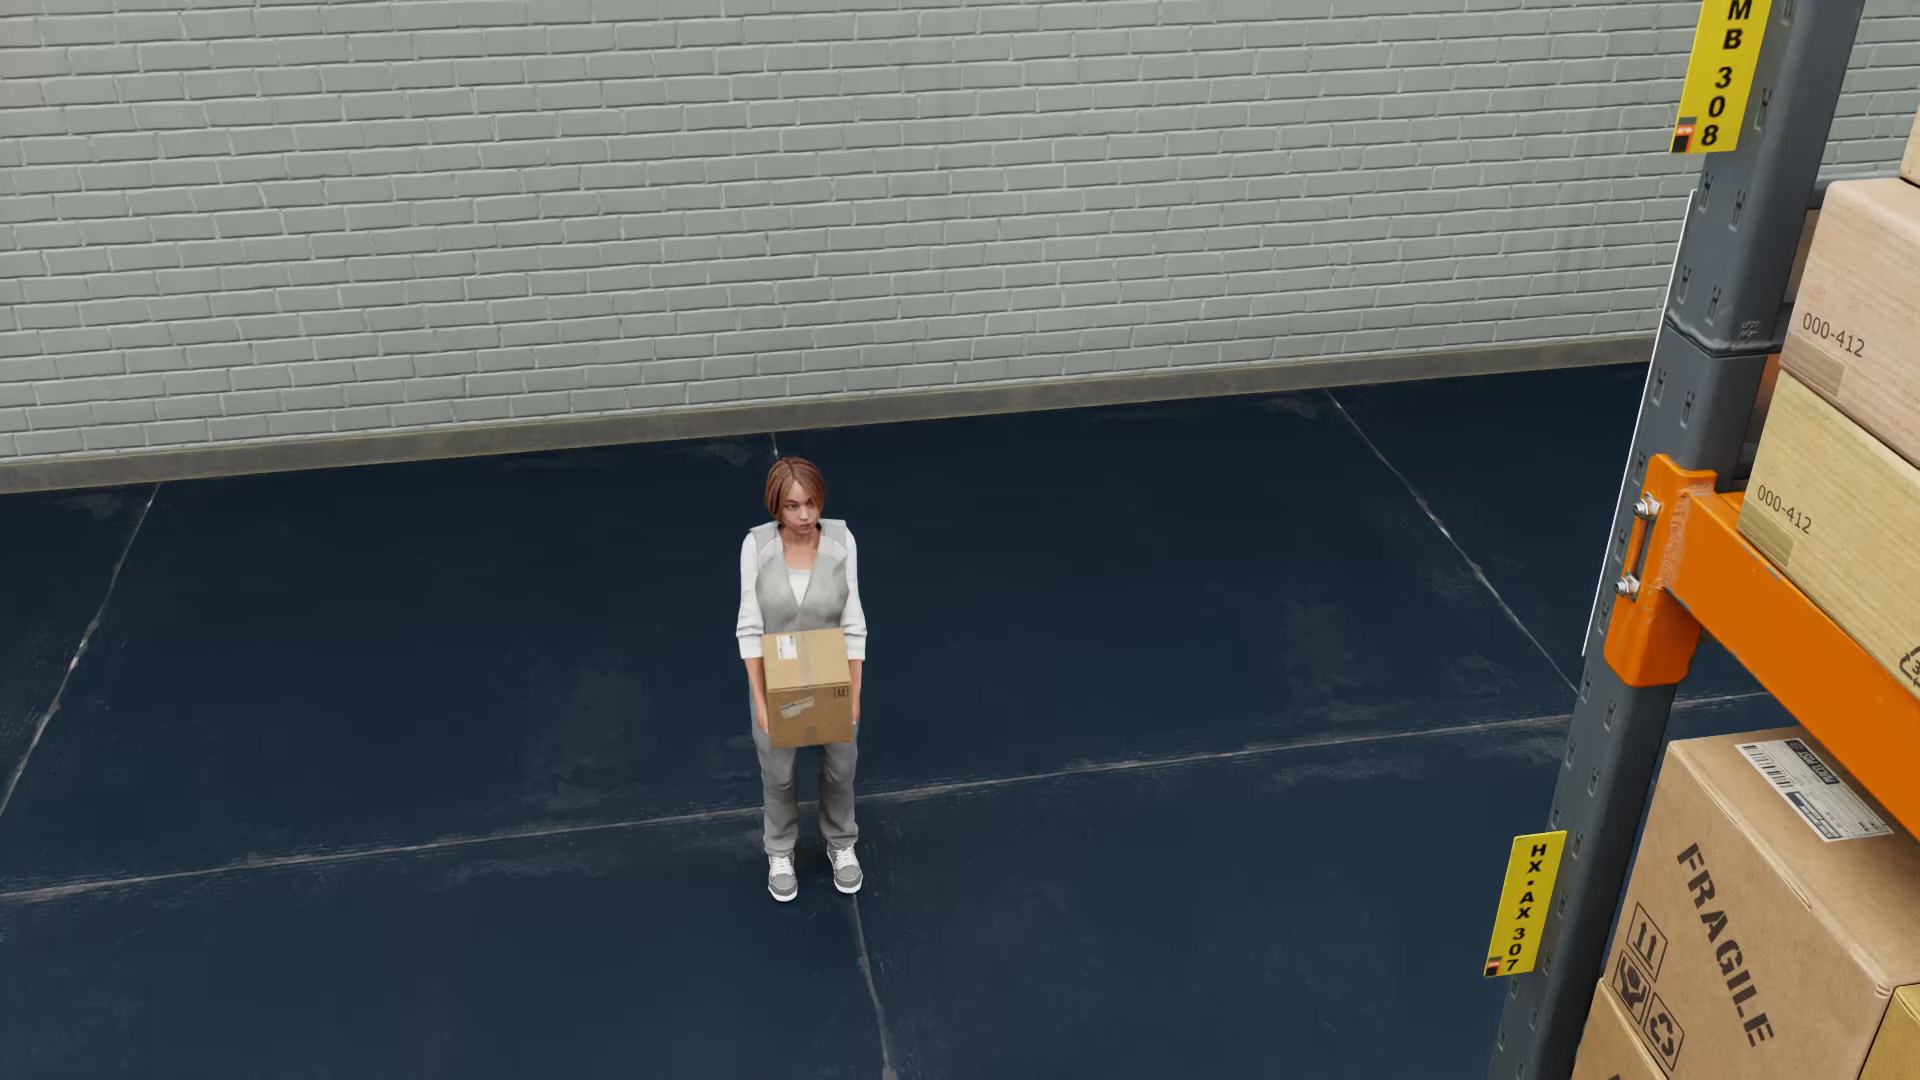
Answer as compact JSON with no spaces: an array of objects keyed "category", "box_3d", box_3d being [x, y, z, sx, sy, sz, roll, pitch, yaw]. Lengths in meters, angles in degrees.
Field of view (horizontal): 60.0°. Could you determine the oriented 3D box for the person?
[{"category":"person","box_3d":[-0.492,0.507,5.308,0.405,1.594,0.489,-5,31,-8]}]
